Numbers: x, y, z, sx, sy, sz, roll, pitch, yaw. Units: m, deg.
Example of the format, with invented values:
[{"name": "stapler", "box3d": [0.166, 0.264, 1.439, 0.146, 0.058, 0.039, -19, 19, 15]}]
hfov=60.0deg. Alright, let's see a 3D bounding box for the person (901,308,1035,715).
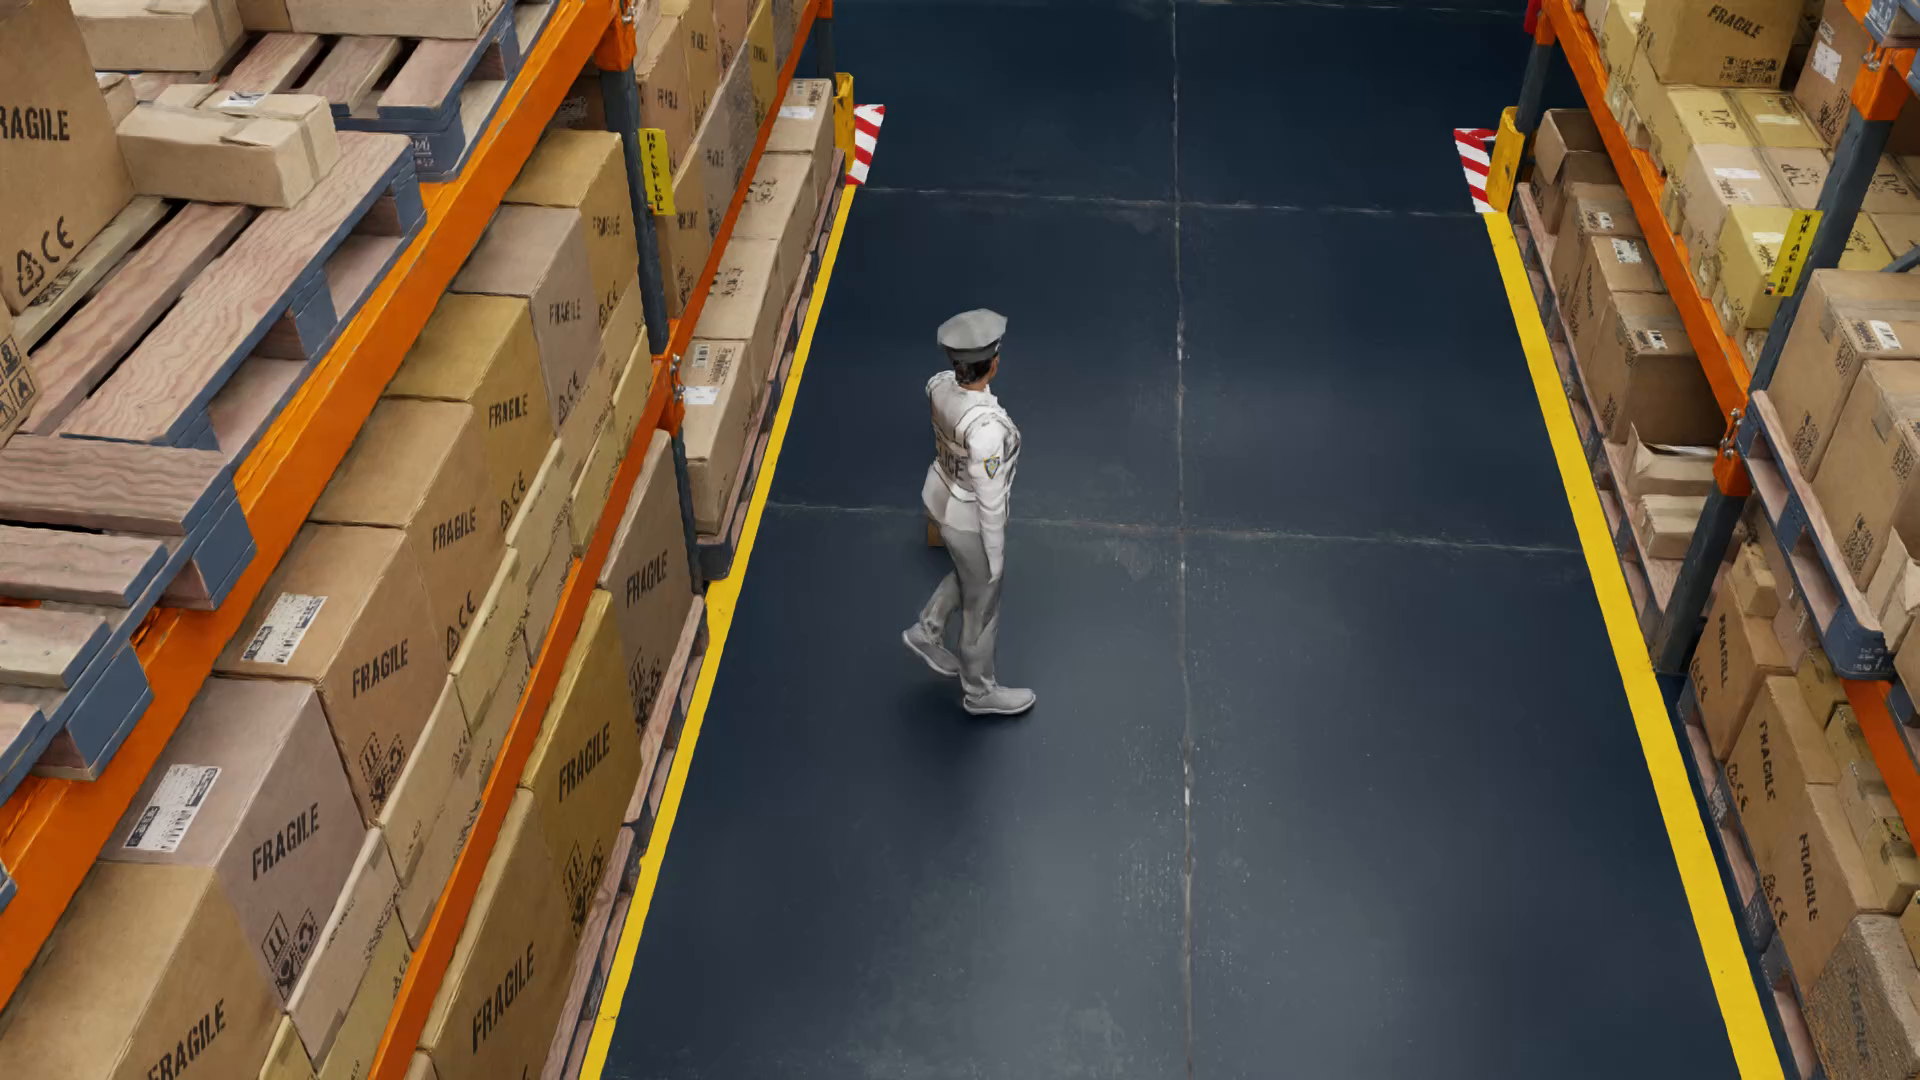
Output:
[{"name": "person", "box3d": [0.024, -0.073, 6.228, 0.431, 1.652, 0.554, -15, 42, -16]}]
